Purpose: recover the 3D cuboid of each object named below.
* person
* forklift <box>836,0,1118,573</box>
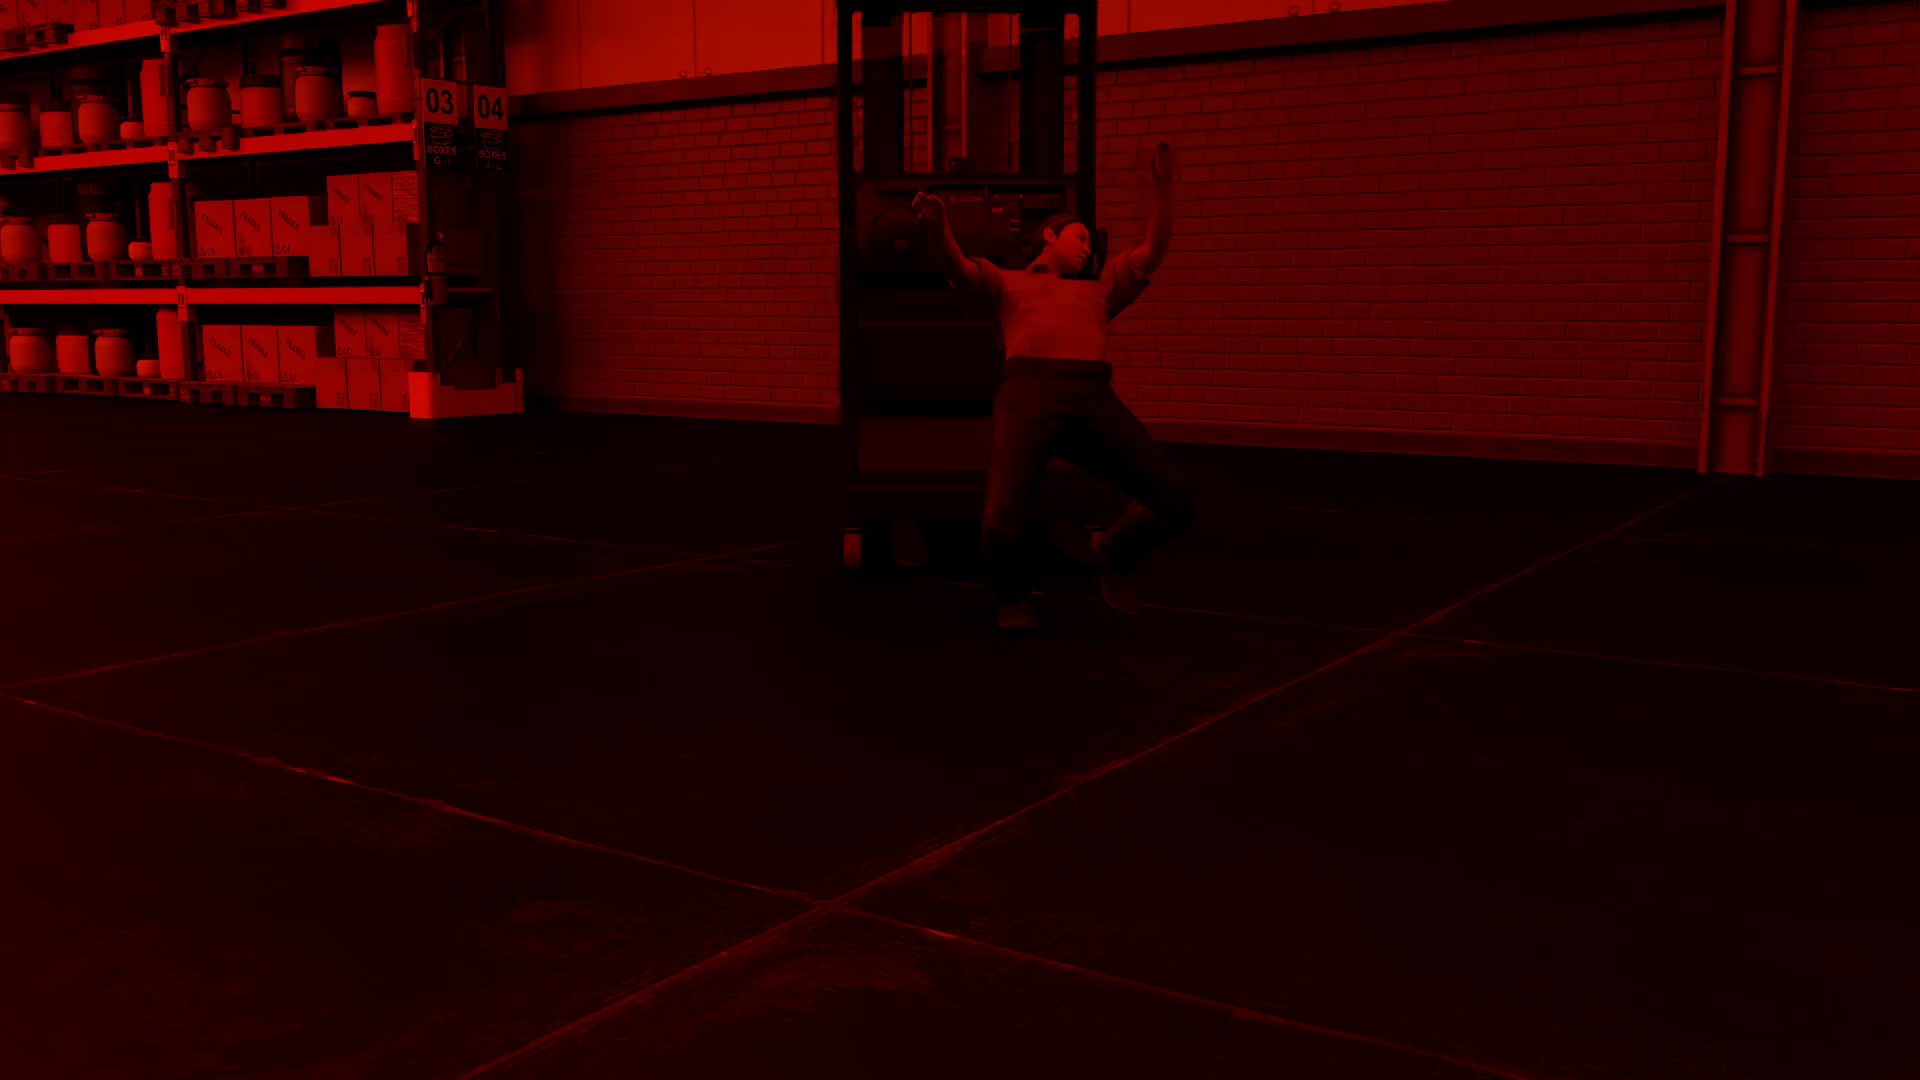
[{"bbox_3d":[0.227,-0.487,5.349,0.955,1.560,0.649,-3,9,-20],"label":"person"},{"bbox_3d":[0.046,-1.365,6.794,1.130,2.935,3.031,-1,8,-4],"label":"forklift"}]
